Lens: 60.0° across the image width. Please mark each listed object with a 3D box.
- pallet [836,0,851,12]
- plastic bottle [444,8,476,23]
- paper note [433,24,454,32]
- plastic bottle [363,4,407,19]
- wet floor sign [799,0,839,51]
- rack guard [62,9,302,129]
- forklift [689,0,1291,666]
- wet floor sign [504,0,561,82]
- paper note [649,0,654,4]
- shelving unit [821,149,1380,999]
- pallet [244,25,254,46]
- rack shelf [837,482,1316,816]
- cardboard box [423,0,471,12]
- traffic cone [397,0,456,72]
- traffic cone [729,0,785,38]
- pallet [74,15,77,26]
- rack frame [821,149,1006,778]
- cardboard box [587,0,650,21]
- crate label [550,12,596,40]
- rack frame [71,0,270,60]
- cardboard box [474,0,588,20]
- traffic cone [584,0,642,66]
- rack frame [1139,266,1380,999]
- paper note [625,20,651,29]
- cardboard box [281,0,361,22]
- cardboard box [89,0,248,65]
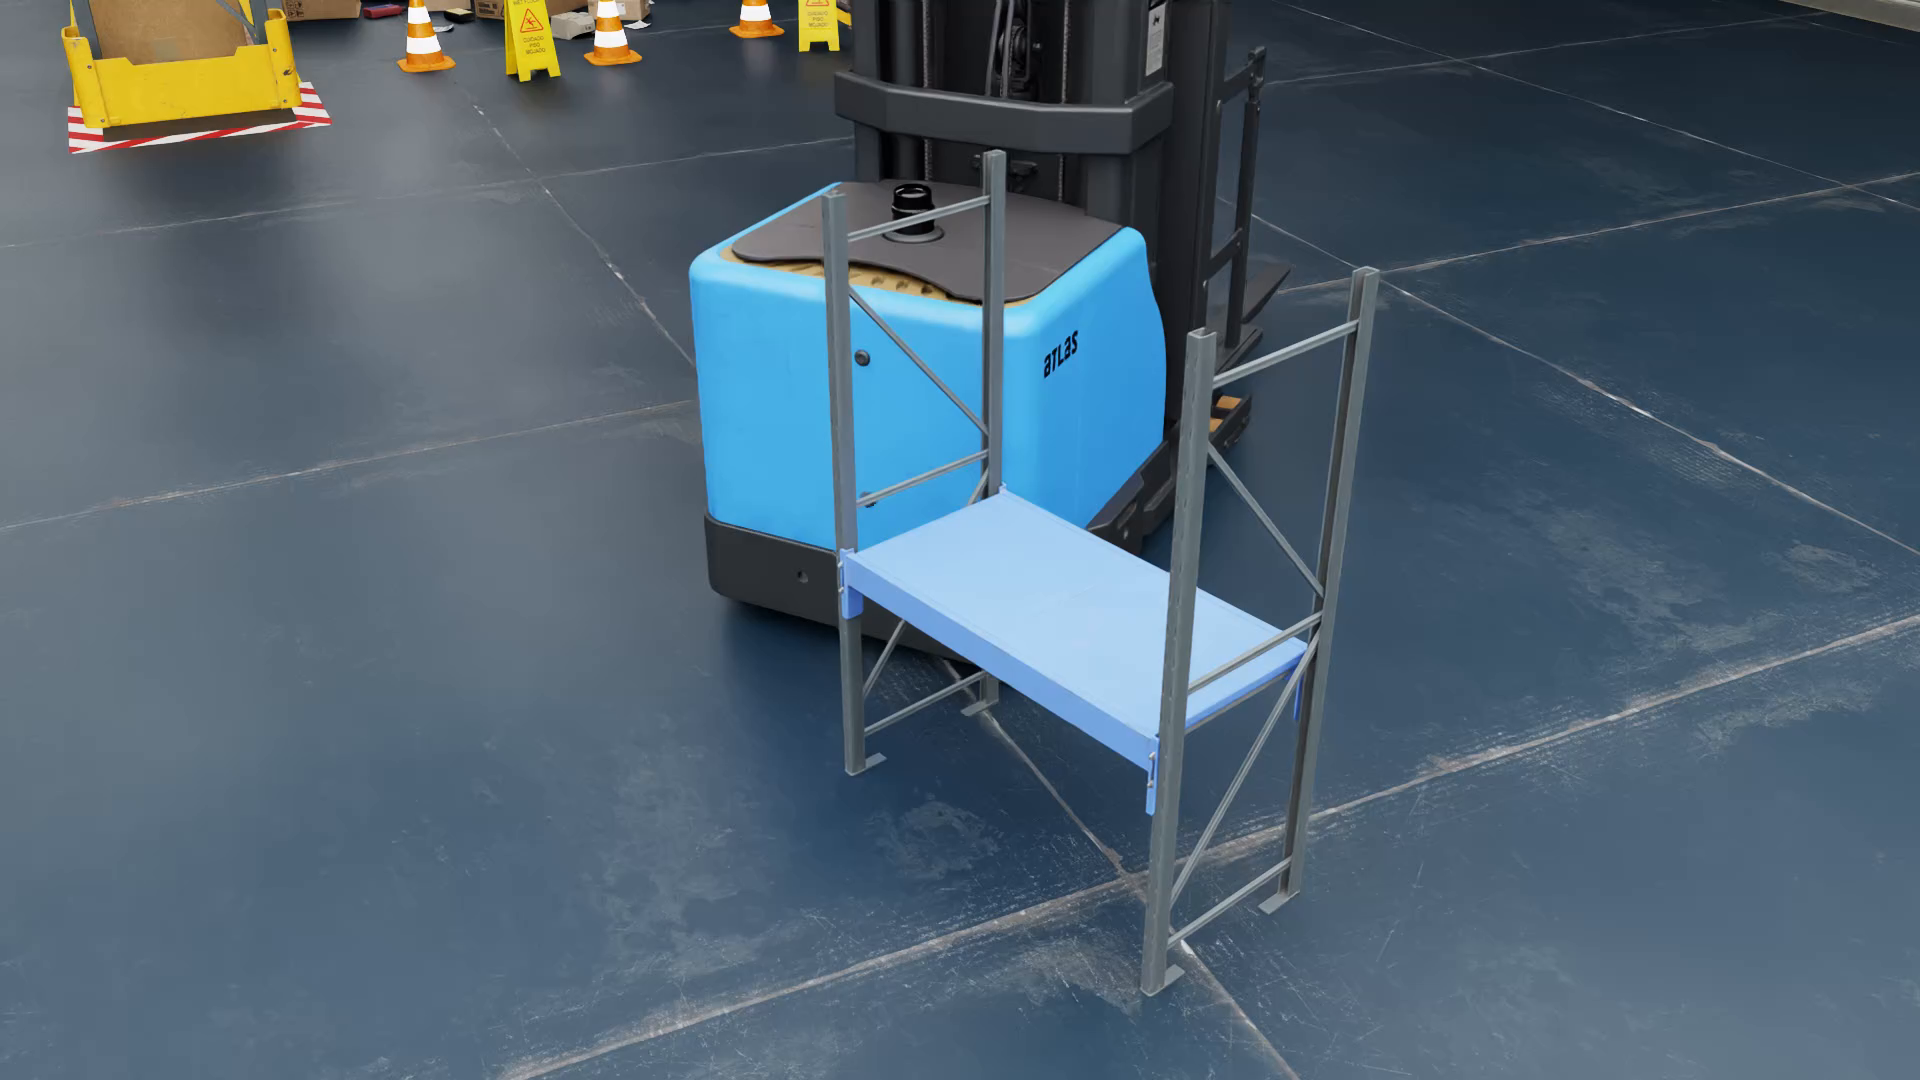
[{"bbox_3d":[-0.409,-4.100,12.345,1.003,0.211,1.213,-13,32,-22],"label":"pallet"},{"bbox_3d":[-3.593,-3.751,11.877,0.283,0.061,0.133,26,38,38],"label":"plastic bottle"},{"bbox_3d":[-3.609,-3.567,11.582,0.144,0.017,0.142,-3,29,-5],"label":"paper note"},{"bbox_3d":[-4.146,-3.821,12.001,0.133,0.061,0.283,26,38,38],"label":"plastic bottle"},{"bbox_3d":[-0.944,-3.580,10.975,0.267,0.644,0.232,-3,29,-5],"label":"wet floor sign"},{"bbox_3d":[-4.476,-2.731,9.609,1.175,0.500,0.348,-13,32,-22],"label":"rack guard"},{"bbox_3d":[0.374,-1.622,5.147,1.130,2.935,3.031,14,32,23],"label":"forklift"},{"bbox_3d":[-2.686,-3.208,10.311,0.267,0.644,0.232,-19,35,-30],"label":"wet floor sign"},{"bbox_3d":[-2.307,-4.010,12.391,0.032,0.001,0.123,-13,32,-22],"label":"paper note"},{"bbox_3d":[0.243,0.044,3.638,0.538,1.500,1.048,-23,37,-35],"label":"shelving unit"},{"bbox_3d":[-4.901,-2.952,10.299,1.003,0.211,1.213,-13,32,-22],"label":"pallet"},{"bbox_3d":[0.243,0.201,3.726,0.538,0.185,1.000,-23,37,-35],"label":"rack shelf"},{"bbox_3d":[-3.803,-4.034,12.172,0.396,0.266,0.258,-8,30,-13],"label":"cardboard box"},{"bbox_3d":[-3.432,-3.258,10.587,0.336,0.463,0.334,-13,32,-22],"label":"traffic cone"},{"bbox_3d":[-1.409,-3.729,11.426,0.336,0.463,0.334,-13,32,-22],"label":"traffic cone"},{"bbox_3d":[-5.420,-3.491,11.259,1.003,0.211,1.213,-13,32,-22],"label":"pallet"},{"bbox_3d":[-0.093,-0.142,3.970,0.500,1.500,0.032,-23,37,-35],"label":"rack frame"},{"bbox_3d":[-2.446,-3.827,11.923,0.380,0.149,0.250,2,29,4],"label":"cardboard box"},{"bbox_3d":[-2.659,-3.537,11.418,0.298,0.136,0.250,19,34,30],"label":"crate label"},{"bbox_3d":[-4.487,-3.832,9.017,1.000,3.000,0.127,-13,32,-22],"label":"rack frame"},{"bbox_3d":[-3.100,-4.071,11.996,0.637,0.503,0.797,13,32,21],"label":"cardboard box"},{"bbox_3d":[-2.266,-3.345,10.743,0.336,0.463,0.334,-13,32,-22],"label":"traffic cone"},{"bbox_3d":[0.580,0.231,3.305,0.500,1.500,0.032,-23,37,-35],"label":"rack frame"},{"bbox_3d":[-2.263,-3.621,11.675,0.142,0.019,0.148,26,38,38],"label":"paper note"},{"bbox_3d":[-4.611,-4.039,11.940,0.500,0.500,0.500,-8,30,-13],"label":"cardboard box"},{"bbox_3d":[-4.837,-3.374,9.943,0.875,0.875,0.875,-13,32,-22],"label":"cardboard box"}]
